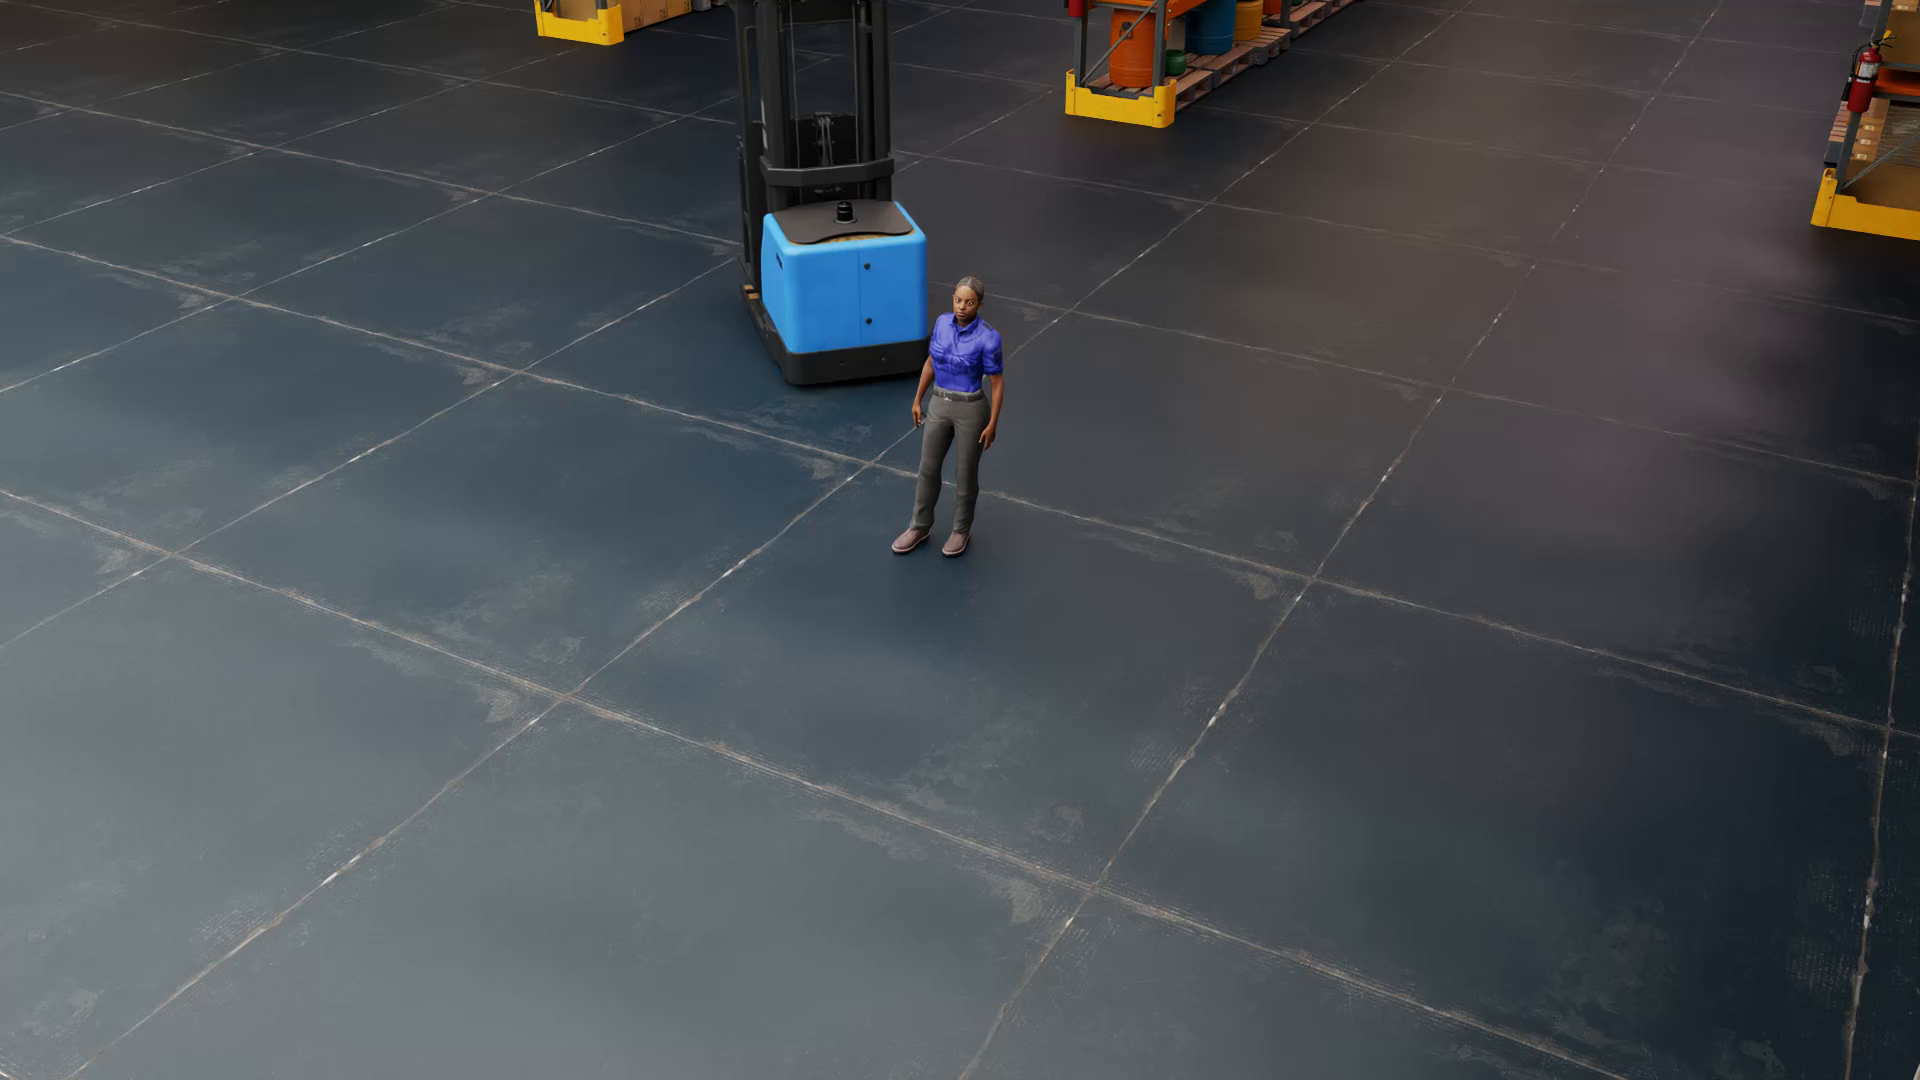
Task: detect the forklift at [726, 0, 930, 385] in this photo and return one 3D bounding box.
[{"bbox_3d":[-1.121,-3.089,12.423,1.130,2.935,3.031,-8,31,-14],"label":"forklift"}]

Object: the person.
[{"bbox_3d":[-0.059,-0.689,9.528,0.570,1.654,0.504,15,33,25],"label":"person"}]
